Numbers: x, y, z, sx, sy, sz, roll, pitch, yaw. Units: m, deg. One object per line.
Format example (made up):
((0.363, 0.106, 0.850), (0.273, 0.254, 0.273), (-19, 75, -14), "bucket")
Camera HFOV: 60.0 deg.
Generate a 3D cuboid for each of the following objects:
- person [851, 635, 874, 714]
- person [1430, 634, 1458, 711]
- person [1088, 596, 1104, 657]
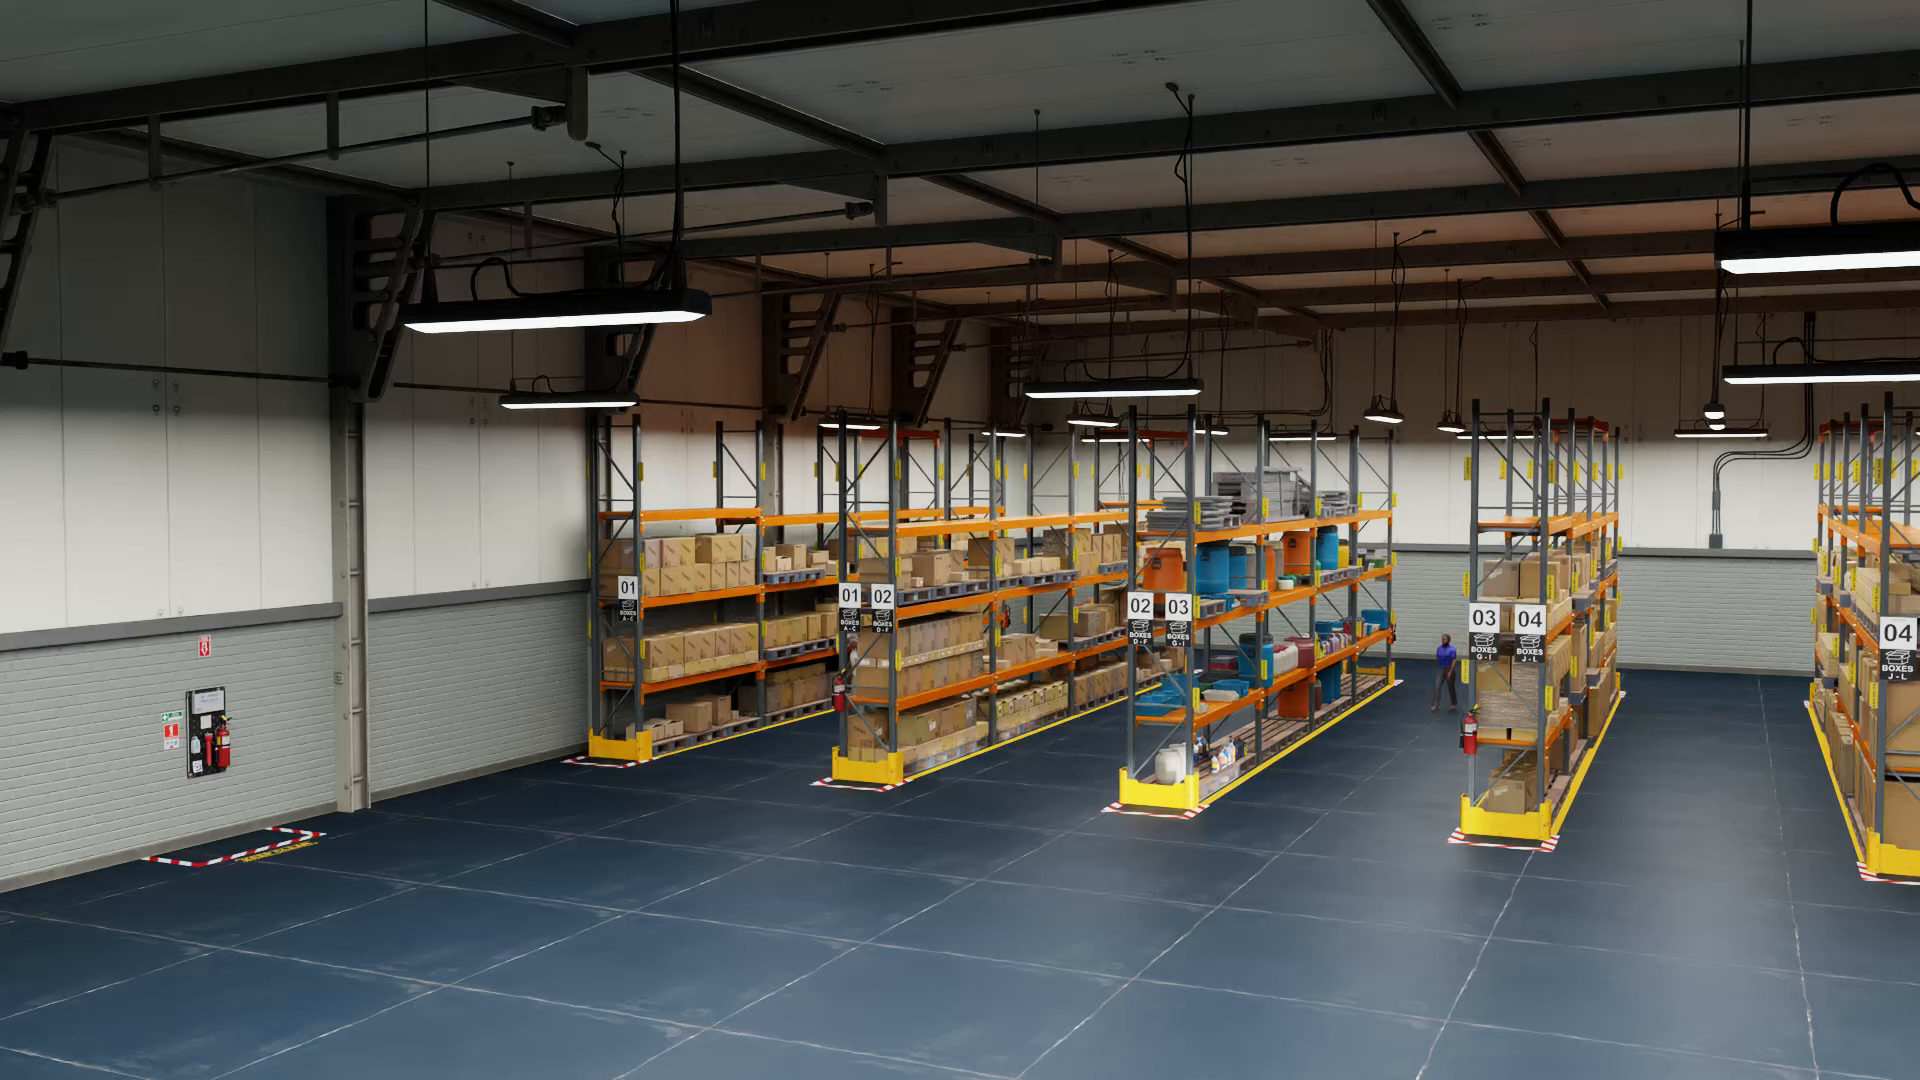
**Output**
((-2.007, 2.780, 34.231), (0.504, 1.649, 0.567), (2, 3, 44), "person")
((10.090, 2.753, 34.589), (0.462, 1.606, 0.956), (2, 3, 40), "person")
((3.583, 2.324, 44.286), (0.559, 1.675, 1.015), (-2, 3, -37), "person")
